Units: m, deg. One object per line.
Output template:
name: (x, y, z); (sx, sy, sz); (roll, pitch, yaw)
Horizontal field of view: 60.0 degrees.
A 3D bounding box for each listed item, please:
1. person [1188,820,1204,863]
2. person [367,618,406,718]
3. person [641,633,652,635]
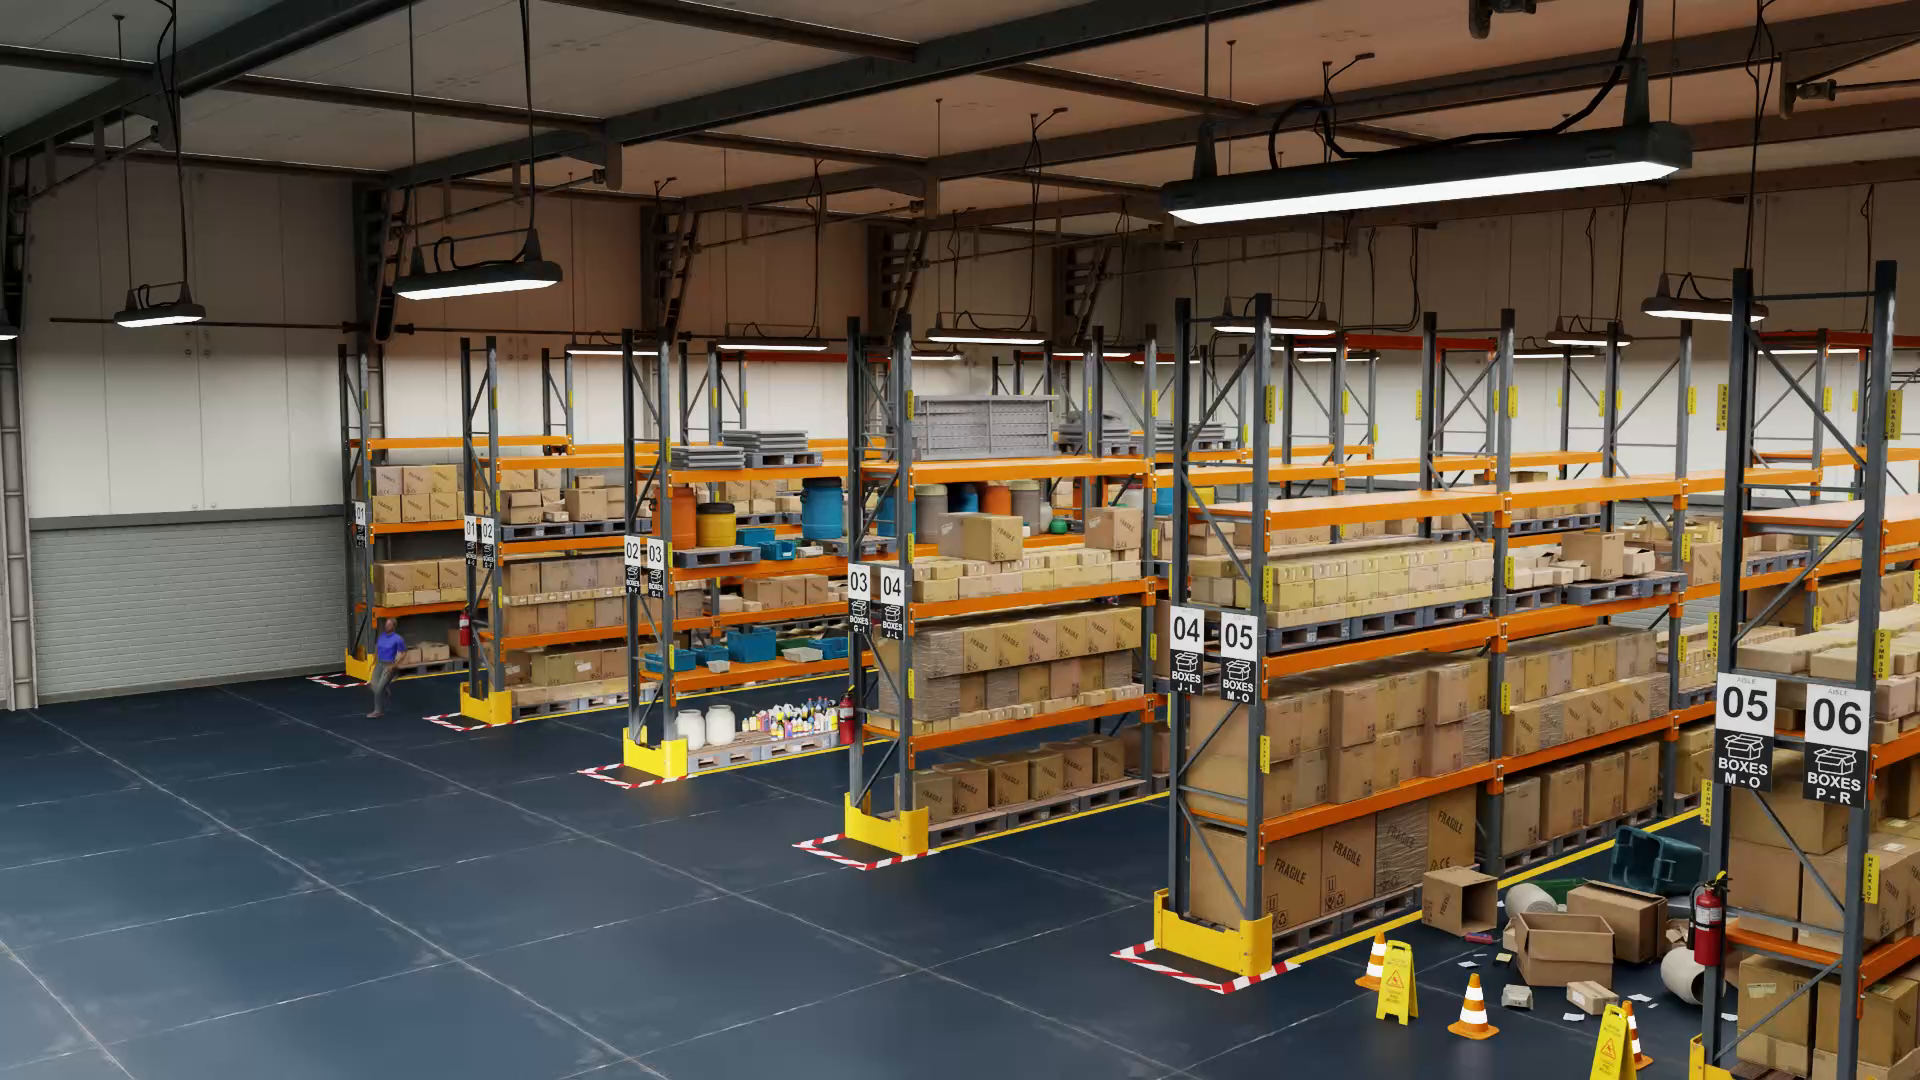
person: (2.832, 2.616, 18.415); (0.687, 1.831, 0.790); (3, 6, 33)
person: (-9.065, 2.019, 26.348); (0.613, 1.578, 0.523); (2, 5, 18)
person: (-5.739, 1.551, 30.585); (0.563, 1.809, 0.838); (3, 6, 32)
